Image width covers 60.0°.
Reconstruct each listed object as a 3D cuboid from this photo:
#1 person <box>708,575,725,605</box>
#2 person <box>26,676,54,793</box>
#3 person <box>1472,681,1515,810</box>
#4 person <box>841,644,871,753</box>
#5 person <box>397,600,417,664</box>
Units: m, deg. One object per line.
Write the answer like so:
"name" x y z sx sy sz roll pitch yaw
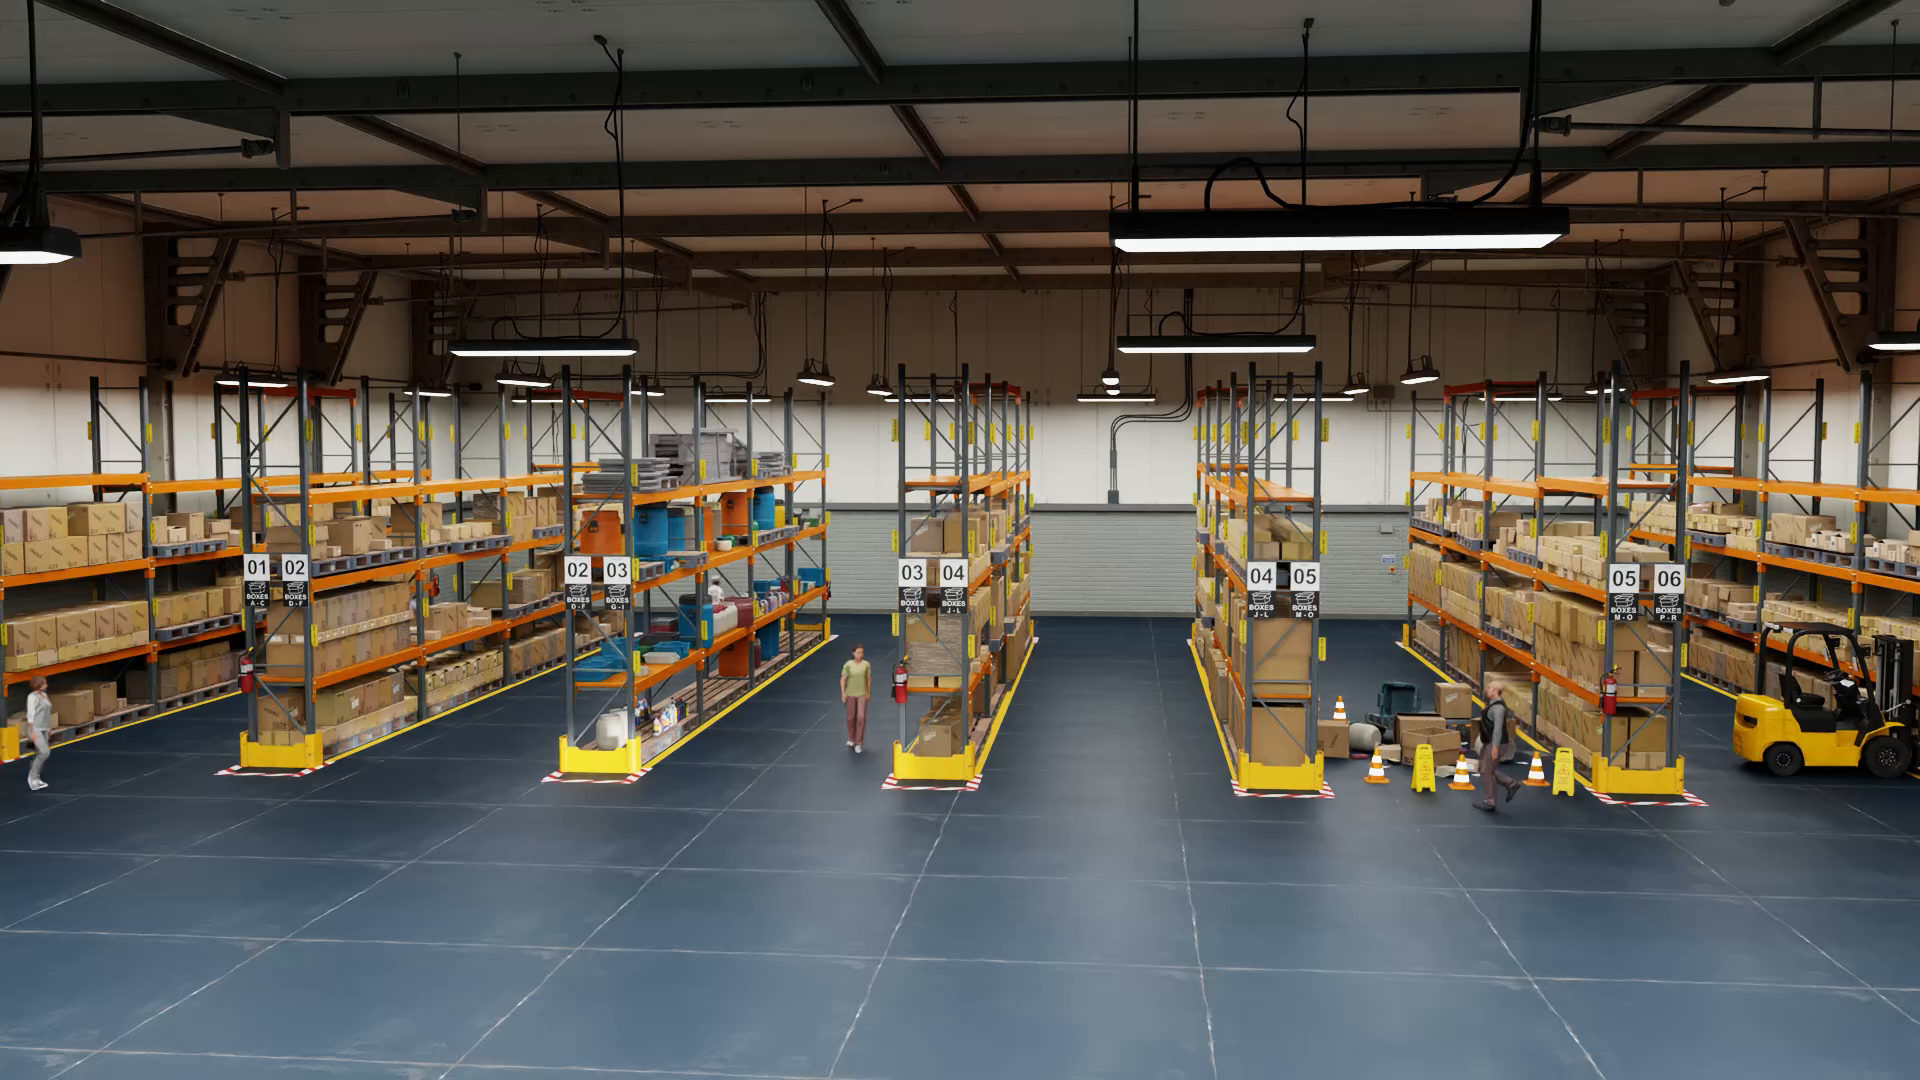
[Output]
"person" -5.721 1.668 38.923 0.489 1.677 0.456 3 5 38
"person" -12.903 2.709 23.332 0.441 1.624 0.449 0 4 0
"person" 7.100 2.715 22.047 0.598 1.713 0.539 0 4 4
"person" -1.640 2.507 26.355 0.497 1.702 0.696 -1 4 -11
"person" -12.083 1.858 36.248 0.479 1.607 0.801 0 4 3
